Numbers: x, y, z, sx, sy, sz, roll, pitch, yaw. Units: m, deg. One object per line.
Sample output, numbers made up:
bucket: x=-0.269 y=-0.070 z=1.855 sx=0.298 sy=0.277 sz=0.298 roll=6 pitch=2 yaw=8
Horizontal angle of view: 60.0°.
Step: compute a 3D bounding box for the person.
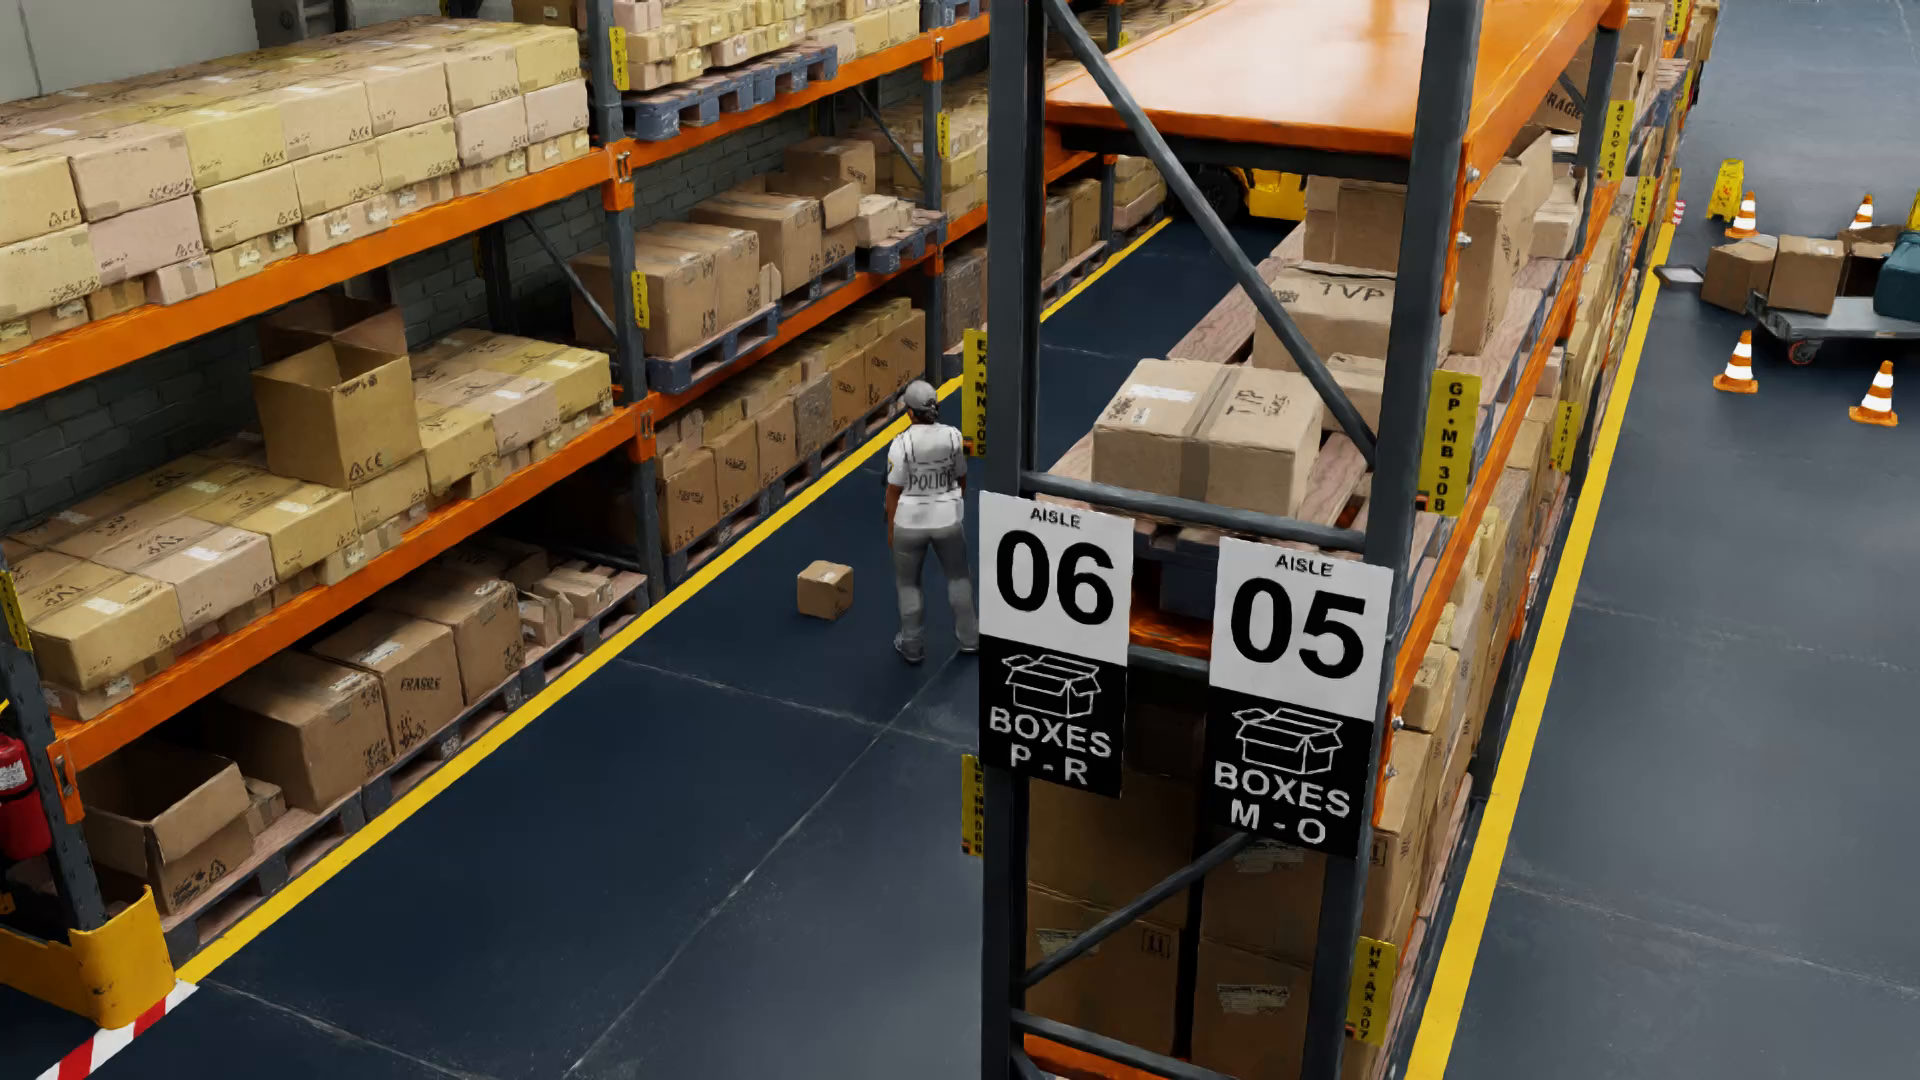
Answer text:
person: x=-0.096 y=-0.112 z=9.317 sx=0.679 sy=1.665 sz=0.382 roll=-8 pitch=28 yaw=-16
